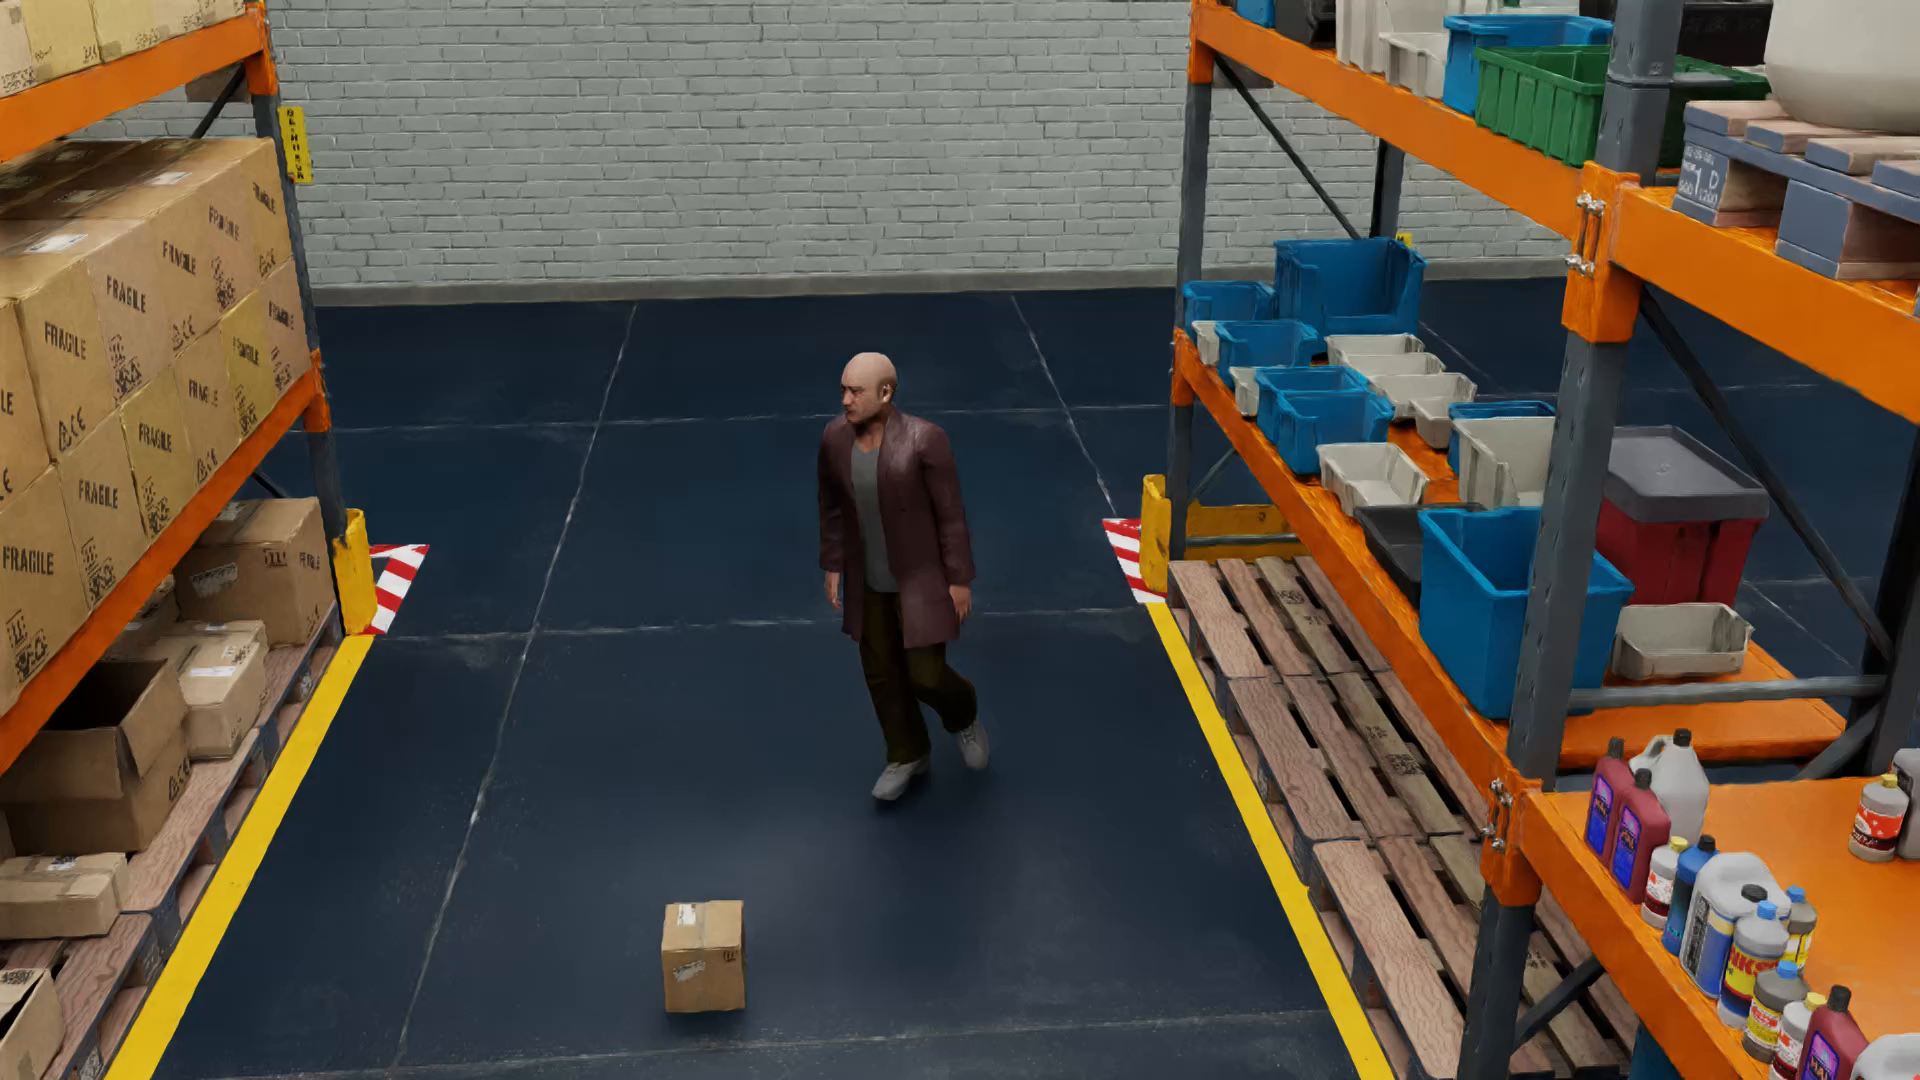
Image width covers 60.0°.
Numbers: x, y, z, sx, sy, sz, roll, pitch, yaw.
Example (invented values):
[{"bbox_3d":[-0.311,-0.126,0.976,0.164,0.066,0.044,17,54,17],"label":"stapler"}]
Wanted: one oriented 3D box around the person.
[{"bbox_3d":[-0.210,0.110,6.296,0.648,1.769,0.576,12,26,26],"label":"person"}]
